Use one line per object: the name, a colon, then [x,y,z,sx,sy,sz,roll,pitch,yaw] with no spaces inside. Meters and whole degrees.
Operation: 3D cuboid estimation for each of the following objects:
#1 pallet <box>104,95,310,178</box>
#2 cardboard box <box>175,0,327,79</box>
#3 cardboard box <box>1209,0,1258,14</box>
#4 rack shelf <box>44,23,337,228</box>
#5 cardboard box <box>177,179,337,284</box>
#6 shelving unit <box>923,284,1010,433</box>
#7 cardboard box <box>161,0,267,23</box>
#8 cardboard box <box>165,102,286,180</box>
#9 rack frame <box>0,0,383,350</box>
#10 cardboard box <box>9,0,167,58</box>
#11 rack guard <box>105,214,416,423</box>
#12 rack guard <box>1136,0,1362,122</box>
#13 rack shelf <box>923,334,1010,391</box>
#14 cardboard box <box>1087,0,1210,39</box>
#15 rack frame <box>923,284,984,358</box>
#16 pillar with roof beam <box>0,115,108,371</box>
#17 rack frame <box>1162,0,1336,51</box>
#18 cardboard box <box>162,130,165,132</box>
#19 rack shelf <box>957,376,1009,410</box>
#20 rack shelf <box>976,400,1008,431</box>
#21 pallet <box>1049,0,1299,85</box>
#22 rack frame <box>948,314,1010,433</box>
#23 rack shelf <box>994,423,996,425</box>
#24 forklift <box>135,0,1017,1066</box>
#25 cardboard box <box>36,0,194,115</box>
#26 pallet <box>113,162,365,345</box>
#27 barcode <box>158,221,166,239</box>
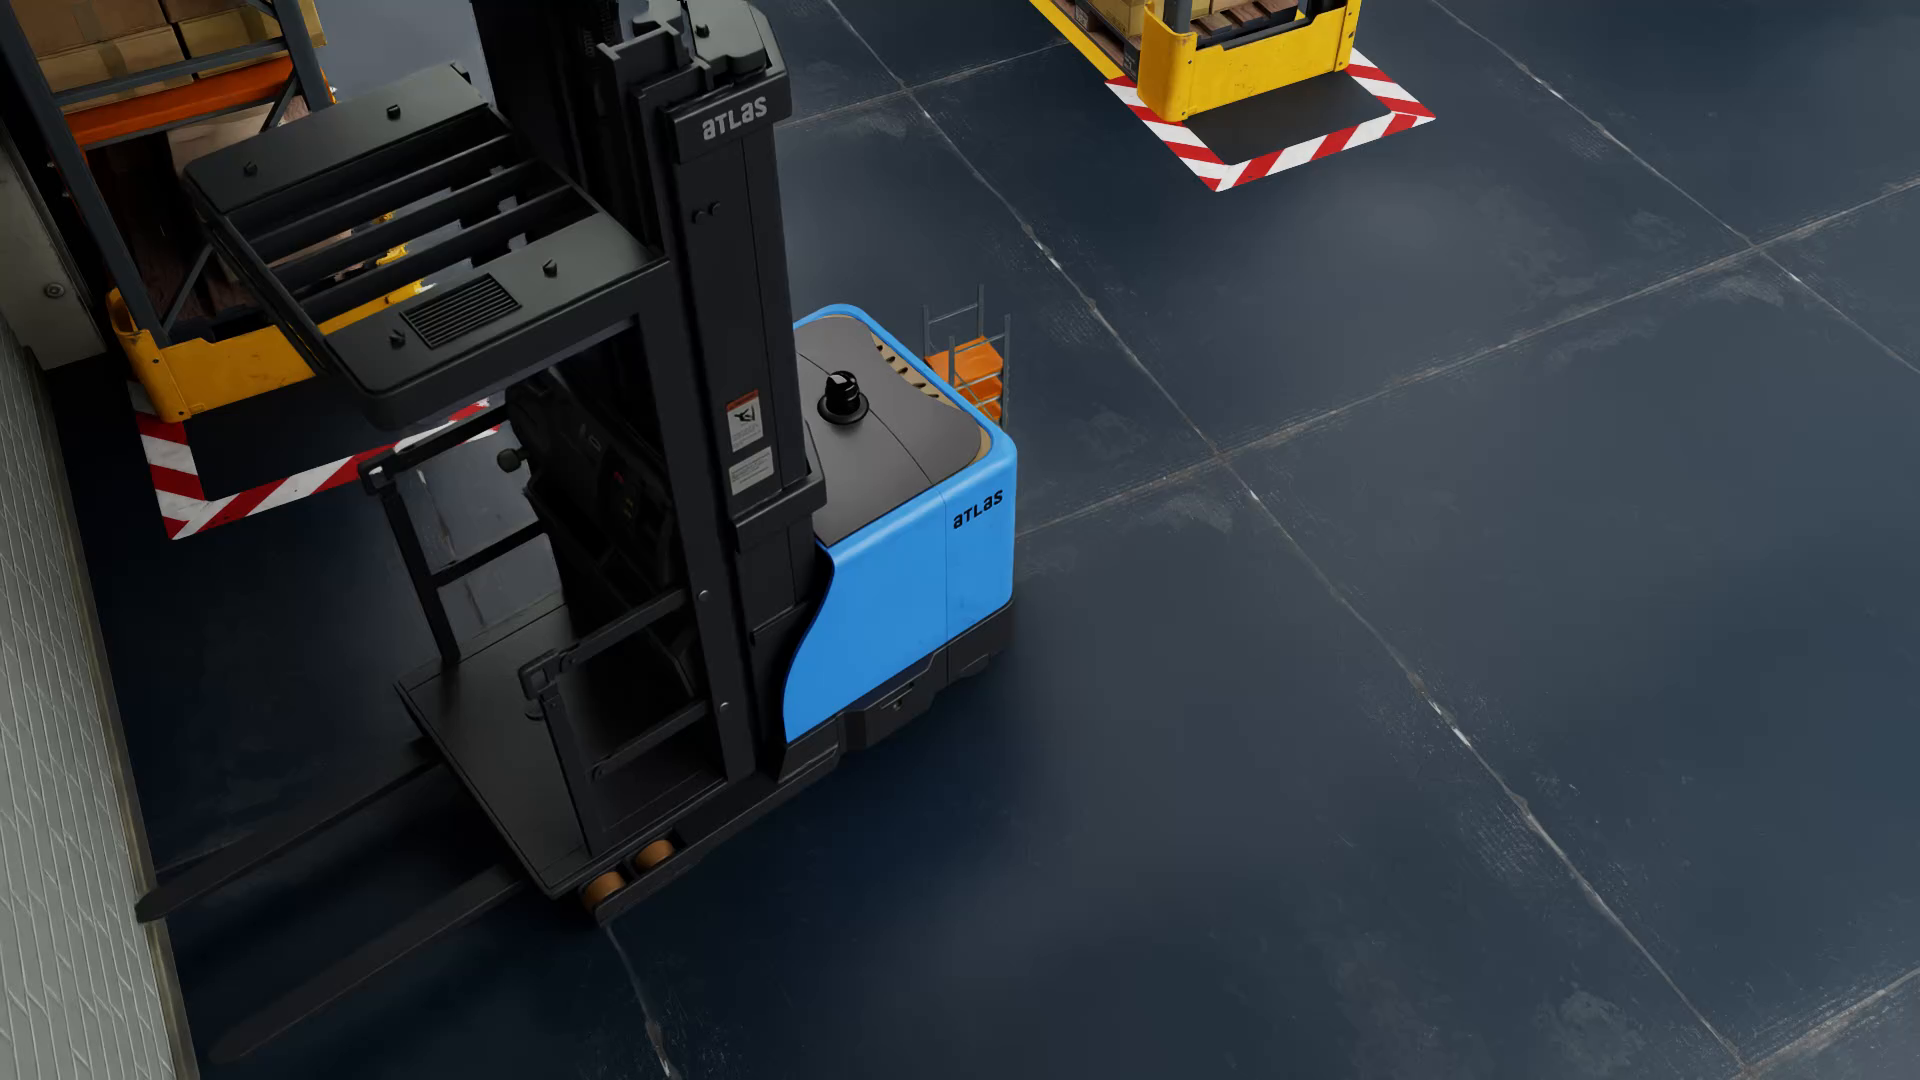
pallet: [-3.846,-2.237,8.459,1.003,0.211,1.213,-21,52,-18]
cardboard box: [-2.858,-2.126,6.596,0.500,0.250,0.500,-23,53,-19]
cardboard box: [1.438,-3.110,8.918,0.500,0.250,0.500,-21,52,-18]
rack shelf: [-3.832,-2.835,7.607,1.077,0.370,4.000,-21,52,-18]
cardboard box: [-3.153,-1.487,7.444,0.500,0.311,0.500,-27,54,-21]
shelving unit: [0.021,-0.399,6.194,0.258,1.200,0.189,-23,53,-19]
cardboard box: [-2.868,-2.360,6.302,0.500,0.500,0.500,-21,52,-17]
cardboard box: [-3.414,-1.868,7.778,0.500,0.311,0.500,-17,51,-15]
rack frame: [-2.917,-1.733,6.166,1.000,3.000,0.127,-21,52,-18]
cardboard box: [-3.322,-2.179,6.144,0.500,0.500,0.500,-22,52,-18]
rack guard: [-2.952,-0.961,7.151,1.175,0.500,0.348,-21,52,-18]
rack guard: [1.497,-2.603,8.587,1.175,0.500,0.348,-21,52,-18]
rack shelf: [0.021,-0.606,5.956,0.258,0.103,0.180,-23,53,-19]
cardboard box: [0.978,-2.932,8.762,0.500,0.250,0.500,-21,52,-18]
rack frame: [-0.024,-0.459,6.246,0.240,1.200,0.006,-23,53,-19]
pillar with roof beam: [-0.178,-5.361,5.353,9.100,9.000,0.400,-21,52,-18]
rack frame: [1.486,-3.442,7.660,1.000,3.000,0.127,-21,52,-18]
cardboard box: [-3.706,-2.439,8.151,0.700,0.500,0.500,-24,53,-20]
rack shelf: [0.021,-0.527,6.047,0.258,0.103,0.180,-23,53,-19]
rack shelf: [0.021,-0.448,6.137,0.258,0.103,0.180,-23,53,-19]
pallet: [1.099,-3.021,9.145,1.003,0.211,1.213,-21,52,-18]
rack frame: [0.066,-0.339,6.142,0.240,1.200,0.006,-23,53,-19]
rack shelf: [0.021,-0.370,6.227,0.258,0.103,0.180,-23,53,-19]
forklift: [-1.259,-0.155,4.831,3.031,2.935,1.130,-31,56,-24]
cardboard box: [-3.303,-1.936,6.430,0.500,0.250,0.500,-20,52,-17]
pallet: [-3.292,-1.422,7.746,1.003,0.211,1.213,-21,52,-18]
barcode: [-3.517,-1.364,7.331,0.001,0.075,0.075,-21,52,-18]
